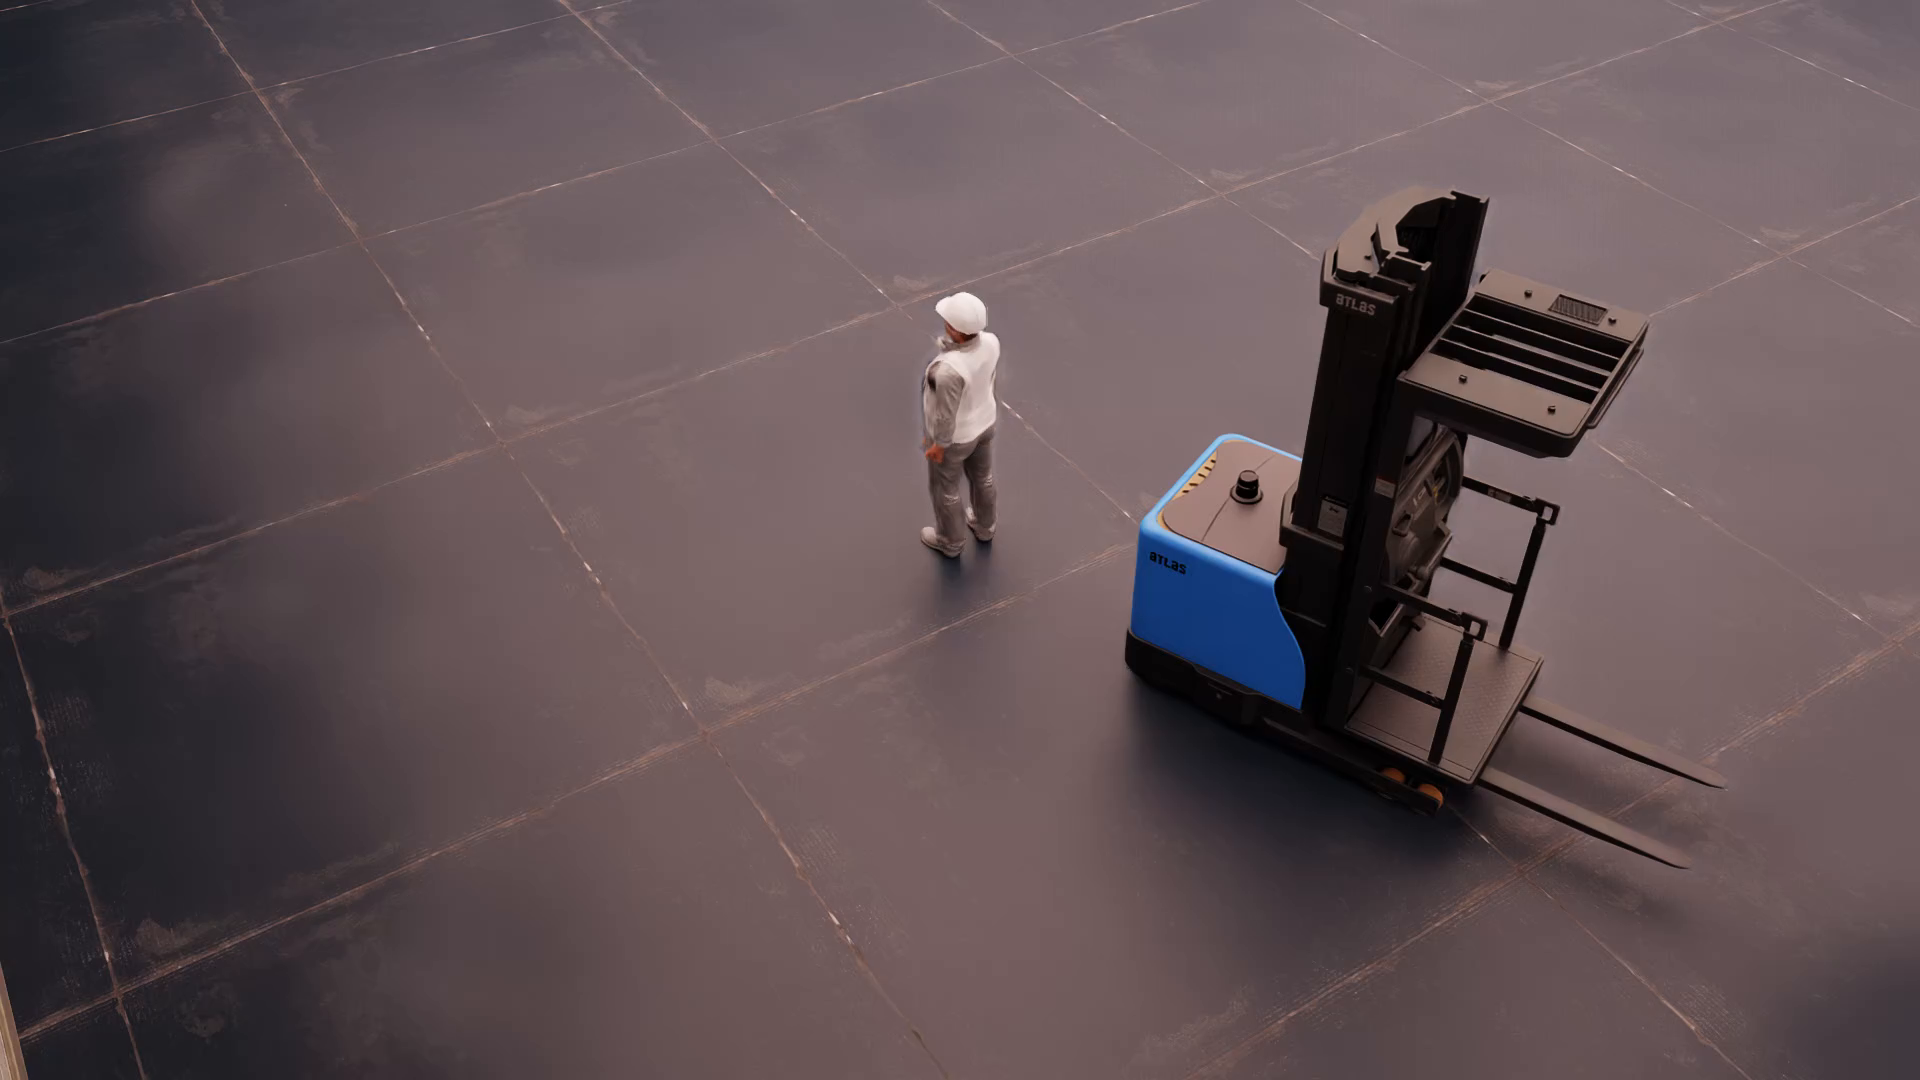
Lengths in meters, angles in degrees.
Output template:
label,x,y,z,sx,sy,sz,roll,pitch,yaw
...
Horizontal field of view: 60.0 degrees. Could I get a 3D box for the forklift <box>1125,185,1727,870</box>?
label,x,y,z,sx,sy,sz,roll,pitch,yaw
forklift,2.421,-0.099,7.985,3.031,2.935,1.130,24,47,25

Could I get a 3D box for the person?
label,x,y,z,sx,sy,sz,roll,pitch,yaw
person,-0.021,-0.669,9.520,0.408,1.772,0.542,24,47,25
